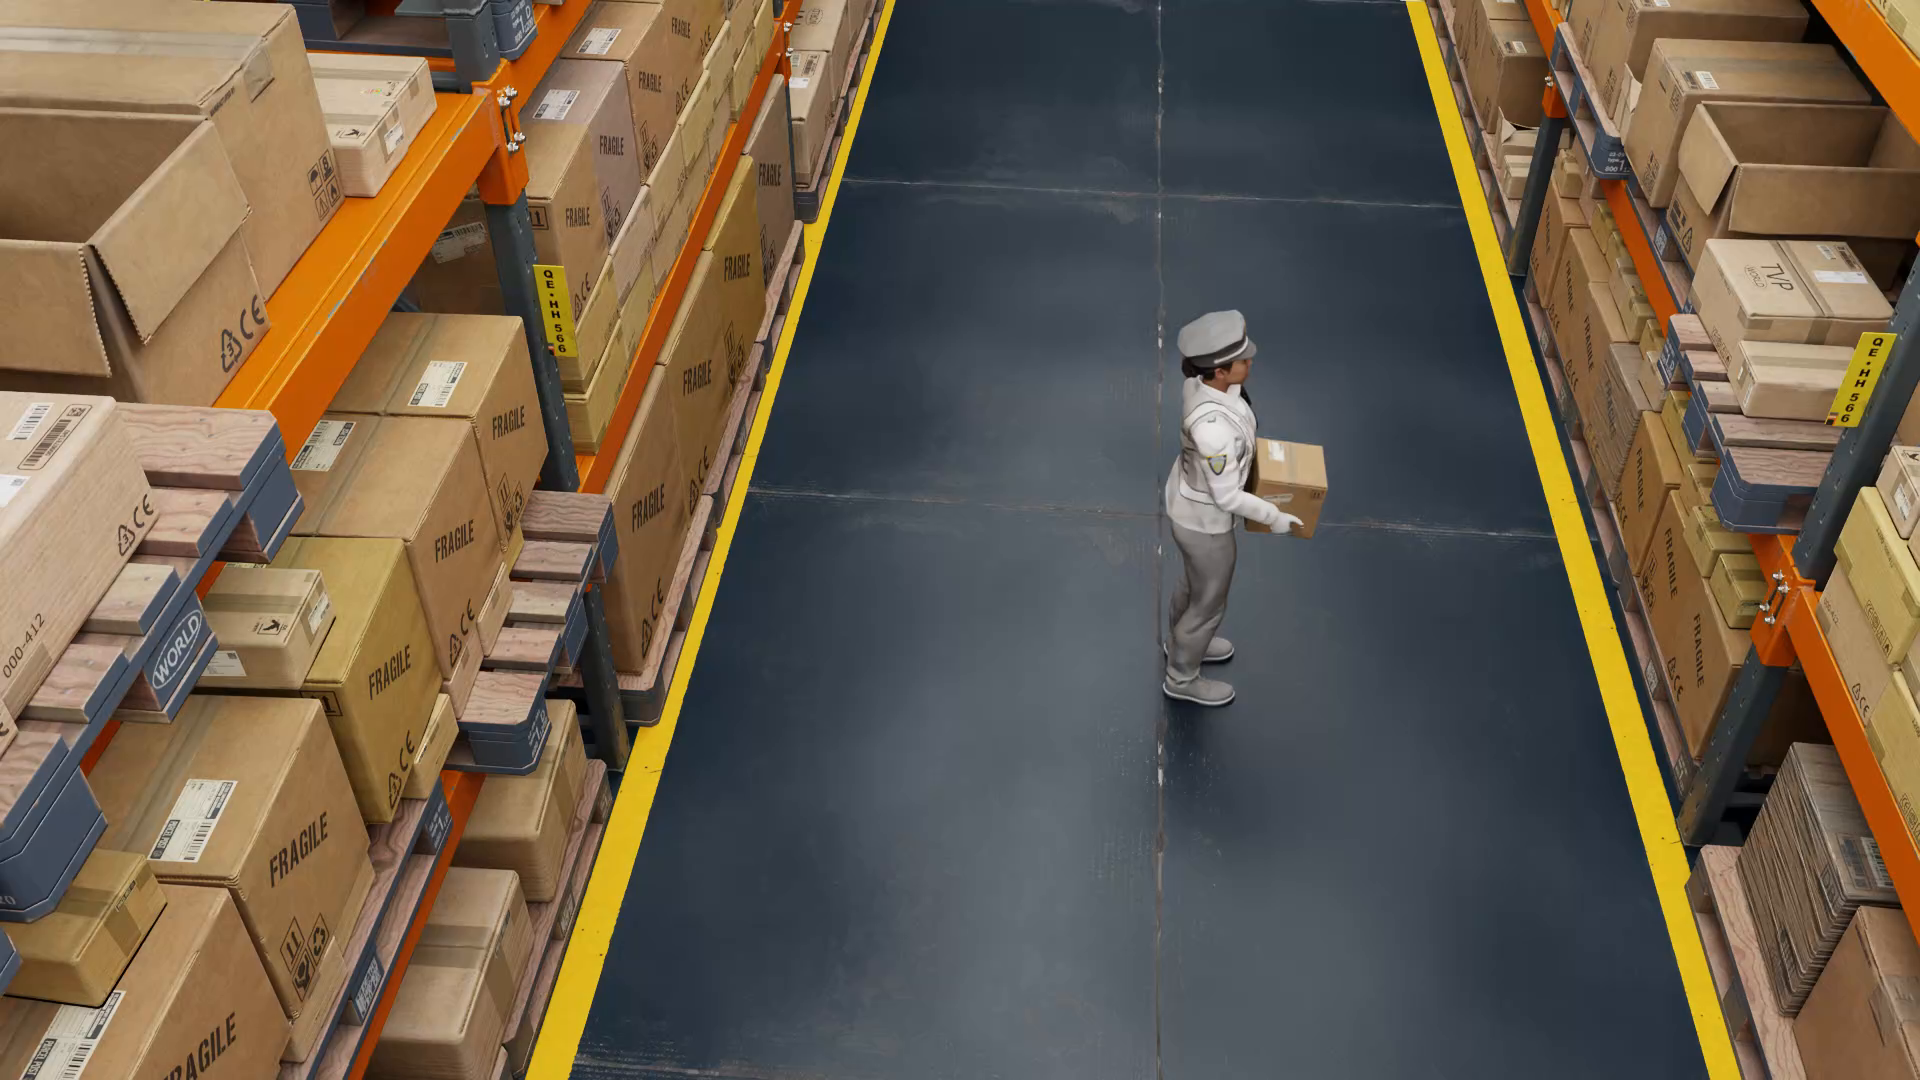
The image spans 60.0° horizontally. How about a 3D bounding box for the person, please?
[{"bbox_3d":[1.013,-0.108,6.259,0.517,1.692,0.482,3,40,4],"label":"person"}]
